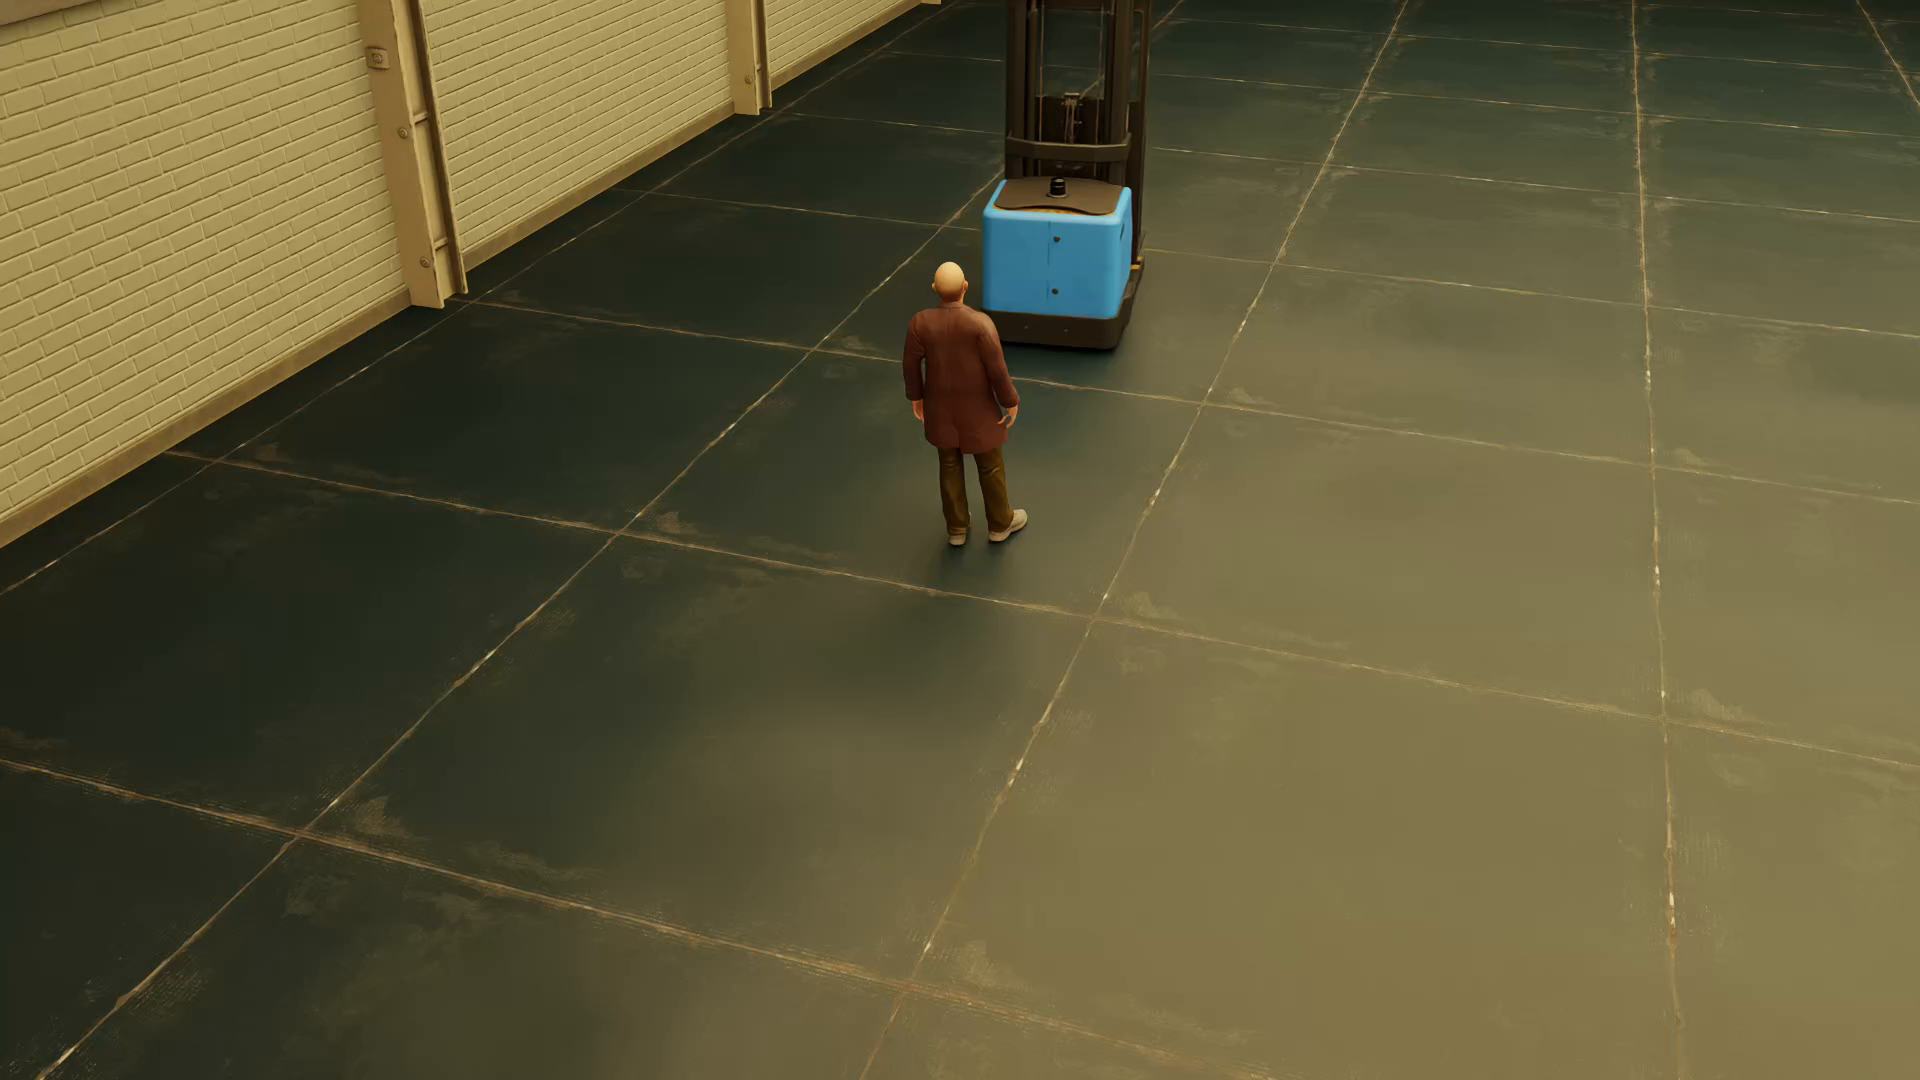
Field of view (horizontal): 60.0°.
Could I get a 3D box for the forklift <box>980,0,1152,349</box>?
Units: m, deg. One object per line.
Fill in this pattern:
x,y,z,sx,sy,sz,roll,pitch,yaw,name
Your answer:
0.944,-3.419,13.134,1.130,2.935,3.031,6,30,10,forklift

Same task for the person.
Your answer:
0.034,-0.820,9.725,0.696,1.776,0.582,10,31,16,person
